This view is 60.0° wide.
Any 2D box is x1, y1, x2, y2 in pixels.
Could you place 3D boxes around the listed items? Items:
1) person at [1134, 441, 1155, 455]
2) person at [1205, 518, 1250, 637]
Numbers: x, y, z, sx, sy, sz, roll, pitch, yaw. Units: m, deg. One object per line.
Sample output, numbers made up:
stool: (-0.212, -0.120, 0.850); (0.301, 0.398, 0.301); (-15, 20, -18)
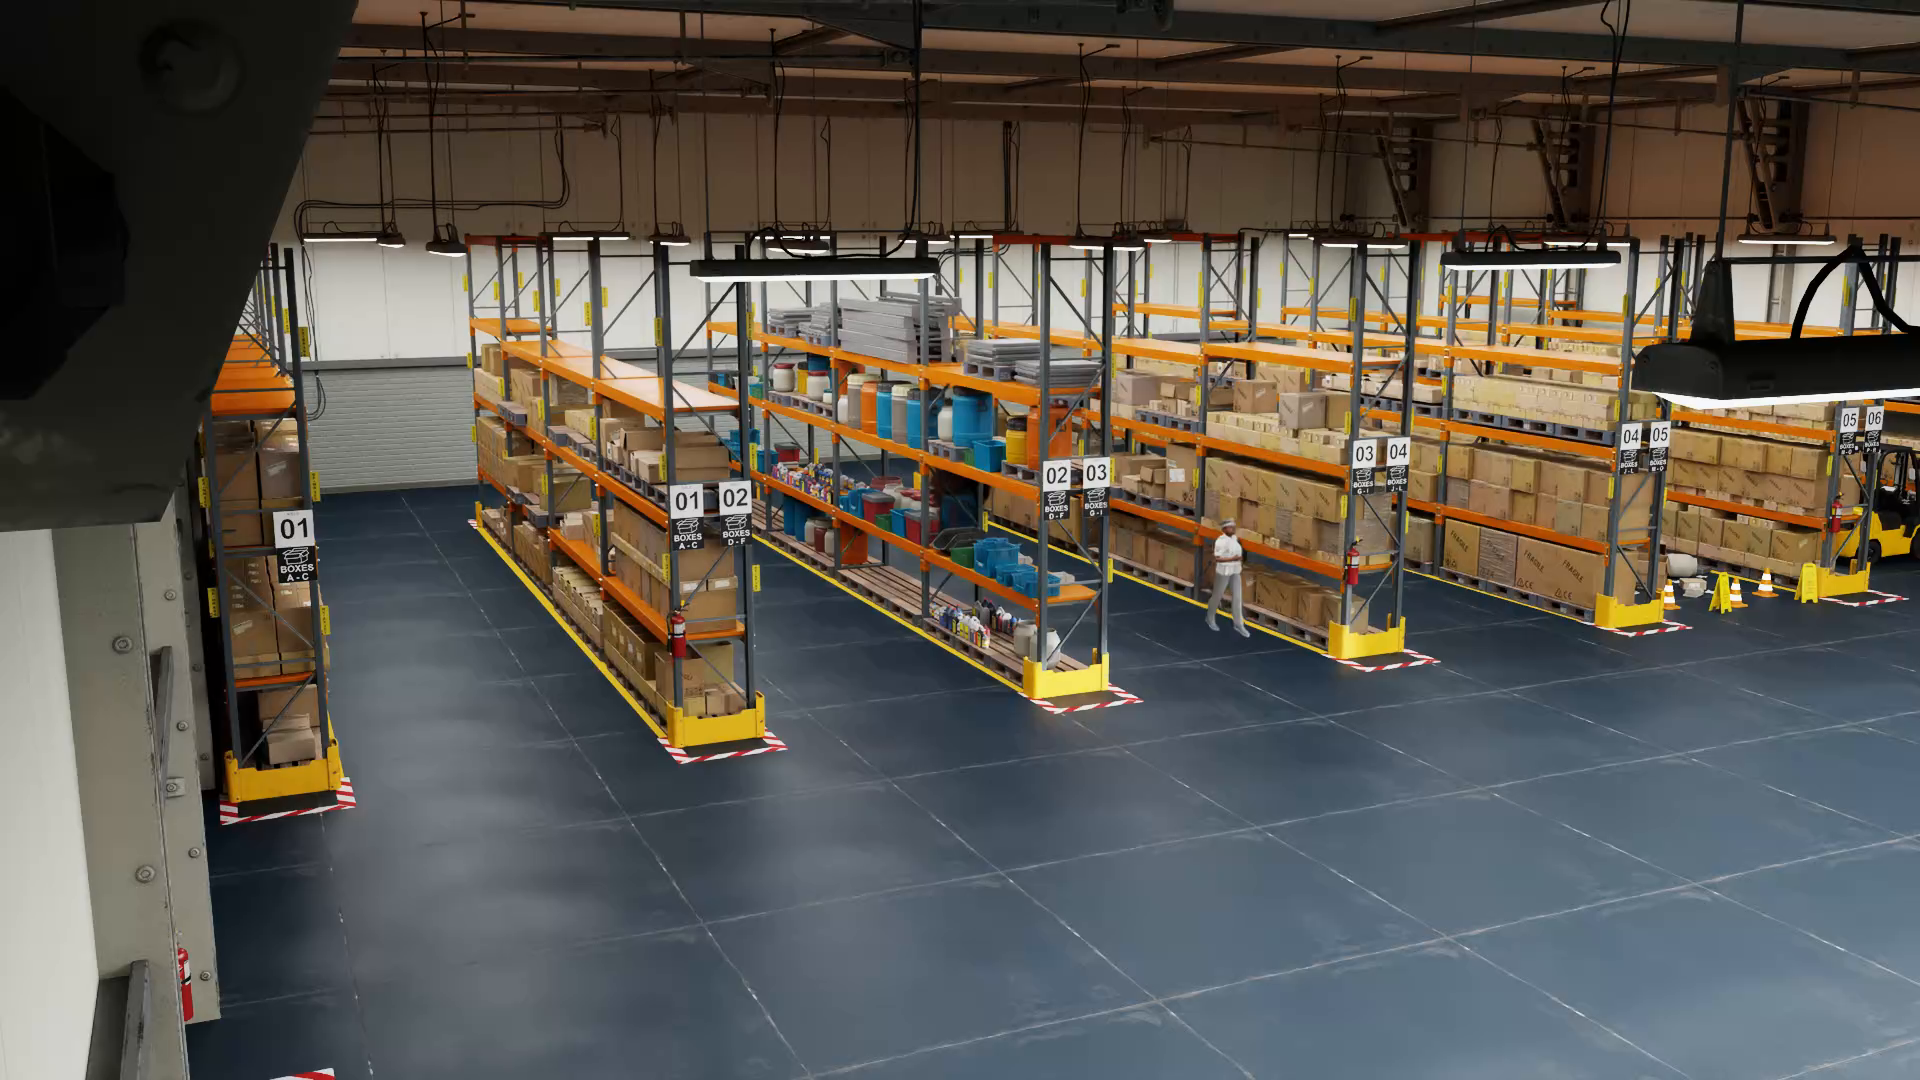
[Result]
person: (4.603, -2.551, 41.833); (0.703, 1.688, 0.754); (9, 14, 38)
person: (3.938, 0.514, 24.361); (0.576, 1.725, 0.796); (-7, 13, -33)
